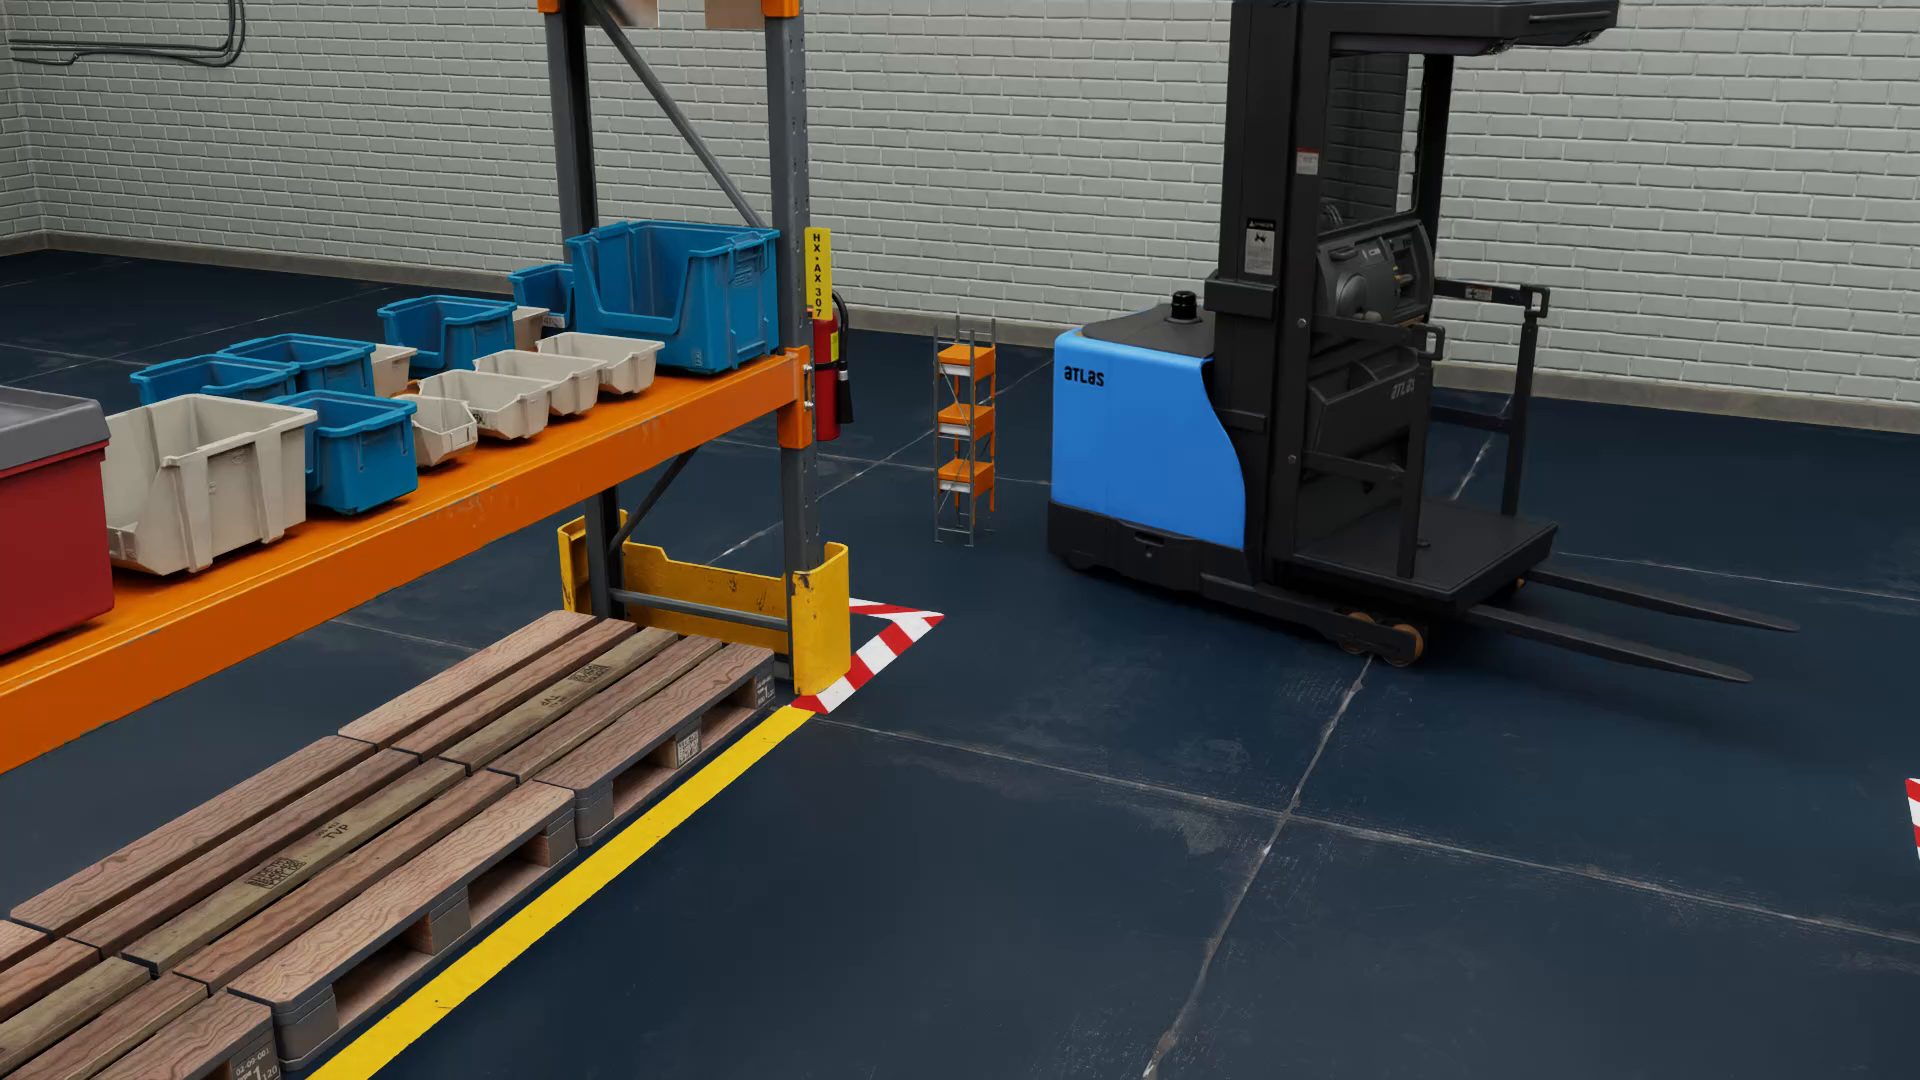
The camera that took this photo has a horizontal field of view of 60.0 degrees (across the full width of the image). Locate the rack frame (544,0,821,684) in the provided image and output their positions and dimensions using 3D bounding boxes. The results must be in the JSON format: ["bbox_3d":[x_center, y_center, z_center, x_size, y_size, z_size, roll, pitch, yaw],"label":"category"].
[{"bbox_3d":[-1.011,-0.938,6.130,1.000,3.000,0.127,9,21,23],"label":"rack frame"}]

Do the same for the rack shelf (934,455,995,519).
[{"bbox_3d":[0.022,-0.239,7.936,0.215,0.259,0.240,9,21,23],"label":"rack shelf"}]

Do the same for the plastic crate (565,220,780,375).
[{"bbox_3d":[-0.978,-0.855,5.754,0.616,0.435,0.499,9,21,23],"label":"plastic crate"}]

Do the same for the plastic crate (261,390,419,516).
[{"bbox_3d":[-1.618,-0.225,4.284,0.416,0.233,0.300,9,21,23],"label":"plastic crate"}]

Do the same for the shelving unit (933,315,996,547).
[{"bbox_3d":[0.022,-0.511,7.839,0.215,1.050,0.252,9,21,23],"label":"shelving unit"}]

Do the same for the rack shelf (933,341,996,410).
[{"bbox_3d":[0.022,-0.768,7.747,0.215,0.259,0.240,9,21,23],"label":"rack shelf"}]

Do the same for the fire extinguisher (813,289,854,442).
[{"bbox_3d":[-0.534,-0.710,6.160,0.296,0.674,0.183,9,21,23],"label":"fire extinguisher"}]

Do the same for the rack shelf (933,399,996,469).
[{"bbox_3d":[0.022,-0.501,7.842,0.215,0.259,0.240,9,21,23],"label":"rack shelf"}]

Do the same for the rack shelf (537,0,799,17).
[{"bbox_3d":[-1.830,-1.401,4.029,1.077,0.370,4.000,9,21,23],"label":"rack shelf"}]

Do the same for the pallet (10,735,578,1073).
[{"bbox_3d":[-1.885,0.994,4.859,1.003,0.211,1.213,9,21,23],"label":"pallet"}]

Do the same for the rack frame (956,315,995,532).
[{"bbox_3d":[0.072,-0.548,7.944,0.200,1.050,0.008,9,21,23],"label":"rack frame"}]

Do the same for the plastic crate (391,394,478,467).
[{"bbox_3d":[-1.507,-0.300,4.640,0.298,0.136,0.250,9,21,23],"label":"plastic crate"}]

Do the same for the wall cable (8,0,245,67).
[{"bbox_3d":[-7.407,-5.341,14.192,3.097,2.526,0.112,9,21,23],"label":"wall cable"}]

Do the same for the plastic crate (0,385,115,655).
[{"bbox_3d":[-2.054,-0.012,3.342,0.402,0.464,0.583,9,21,23],"label":"plastic crate"}]

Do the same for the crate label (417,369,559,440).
[{"bbox_3d":[-1.403,-0.393,4.901,0.396,0.136,0.243,9,21,23],"label":"crate label"}]

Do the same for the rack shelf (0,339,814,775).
[{"bbox_3d":[-1.830,0.012,4.532,1.077,0.370,4.000,9,21,23],"label":"rack shelf"}]

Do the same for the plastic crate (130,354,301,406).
[{"bbox_3d":[-2.074,-0.363,4.673,0.416,0.233,0.300,9,21,23],"label":"plastic crate"}]

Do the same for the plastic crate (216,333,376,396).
[{"bbox_3d":[-1.951,-0.455,4.931,0.416,0.233,0.300,9,21,23],"label":"plastic crate"}]

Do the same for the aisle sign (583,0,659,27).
[{"bbox_3d":[-1.252,-2.226,5.871,0.394,0.787,0.004,9,21,23],"label":"aisle sign"}]

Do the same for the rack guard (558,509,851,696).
[{"bbox_3d":[-1.013,0.230,6.575,1.175,0.500,0.348,9,21,23],"label":"rack guard"}]

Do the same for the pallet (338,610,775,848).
[{"bbox_3d":[-1.384,0.622,5.904,1.003,0.211,1.213,9,21,23],"label":"pallet"}]

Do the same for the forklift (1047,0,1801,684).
[{"bbox_3d":[1.851,-1.080,6.631,3.031,2.935,1.130,16,25,37],"label":"forklift"}]

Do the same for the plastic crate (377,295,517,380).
[{"bbox_3d":[-1.682,-0.656,5.497,0.416,0.233,0.300,9,21,23],"label":"plastic crate"}]

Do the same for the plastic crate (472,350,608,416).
[{"bbox_3d":[-1.311,-0.481,5.150,0.396,0.136,0.243,9,21,23],"label":"plastic crate"}]

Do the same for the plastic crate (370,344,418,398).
[{"bbox_3d":[-1.897,-0.518,5.252,0.250,0.136,0.298,9,21,23],"label":"plastic crate"}]

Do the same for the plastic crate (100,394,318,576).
[{"bbox_3d":[-1.855,-0.129,3.943,0.437,0.282,0.530,9,21,23],"label":"plastic crate"}]

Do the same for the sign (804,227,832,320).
[{"bbox_3d":[-0.502,-0.945,5.905,0.100,0.325,0.005,9,21,23],"label":"sign"}]

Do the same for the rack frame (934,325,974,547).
[{"bbox_3d":[-0.028,-0.474,7.734,0.200,1.050,0.008,9,21,23],"label":"rack frame"}]

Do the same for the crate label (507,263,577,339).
[{"bbox_3d":[-1.412,-0.857,6.063,0.416,0.233,0.303,9,21,23],"label":"crate label"}]

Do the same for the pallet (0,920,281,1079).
[{"bbox_3d":[-2.383,1.368,3.806,1.003,0.211,1.213,9,21,23],"label":"pallet"}]

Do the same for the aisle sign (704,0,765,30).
[{"bbox_3d":[-0.714,-2.145,5.644,0.394,0.787,0.004,9,21,23],"label":"aisle sign"}]

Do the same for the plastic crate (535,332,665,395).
[{"bbox_3d":[-1.180,-0.568,5.394,0.396,0.136,0.243,9,21,23],"label":"plastic crate"}]

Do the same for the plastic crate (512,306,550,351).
[{"bbox_3d":[-1.619,-0.725,5.835,0.250,0.136,0.298,9,21,23],"label":"plastic crate"}]
